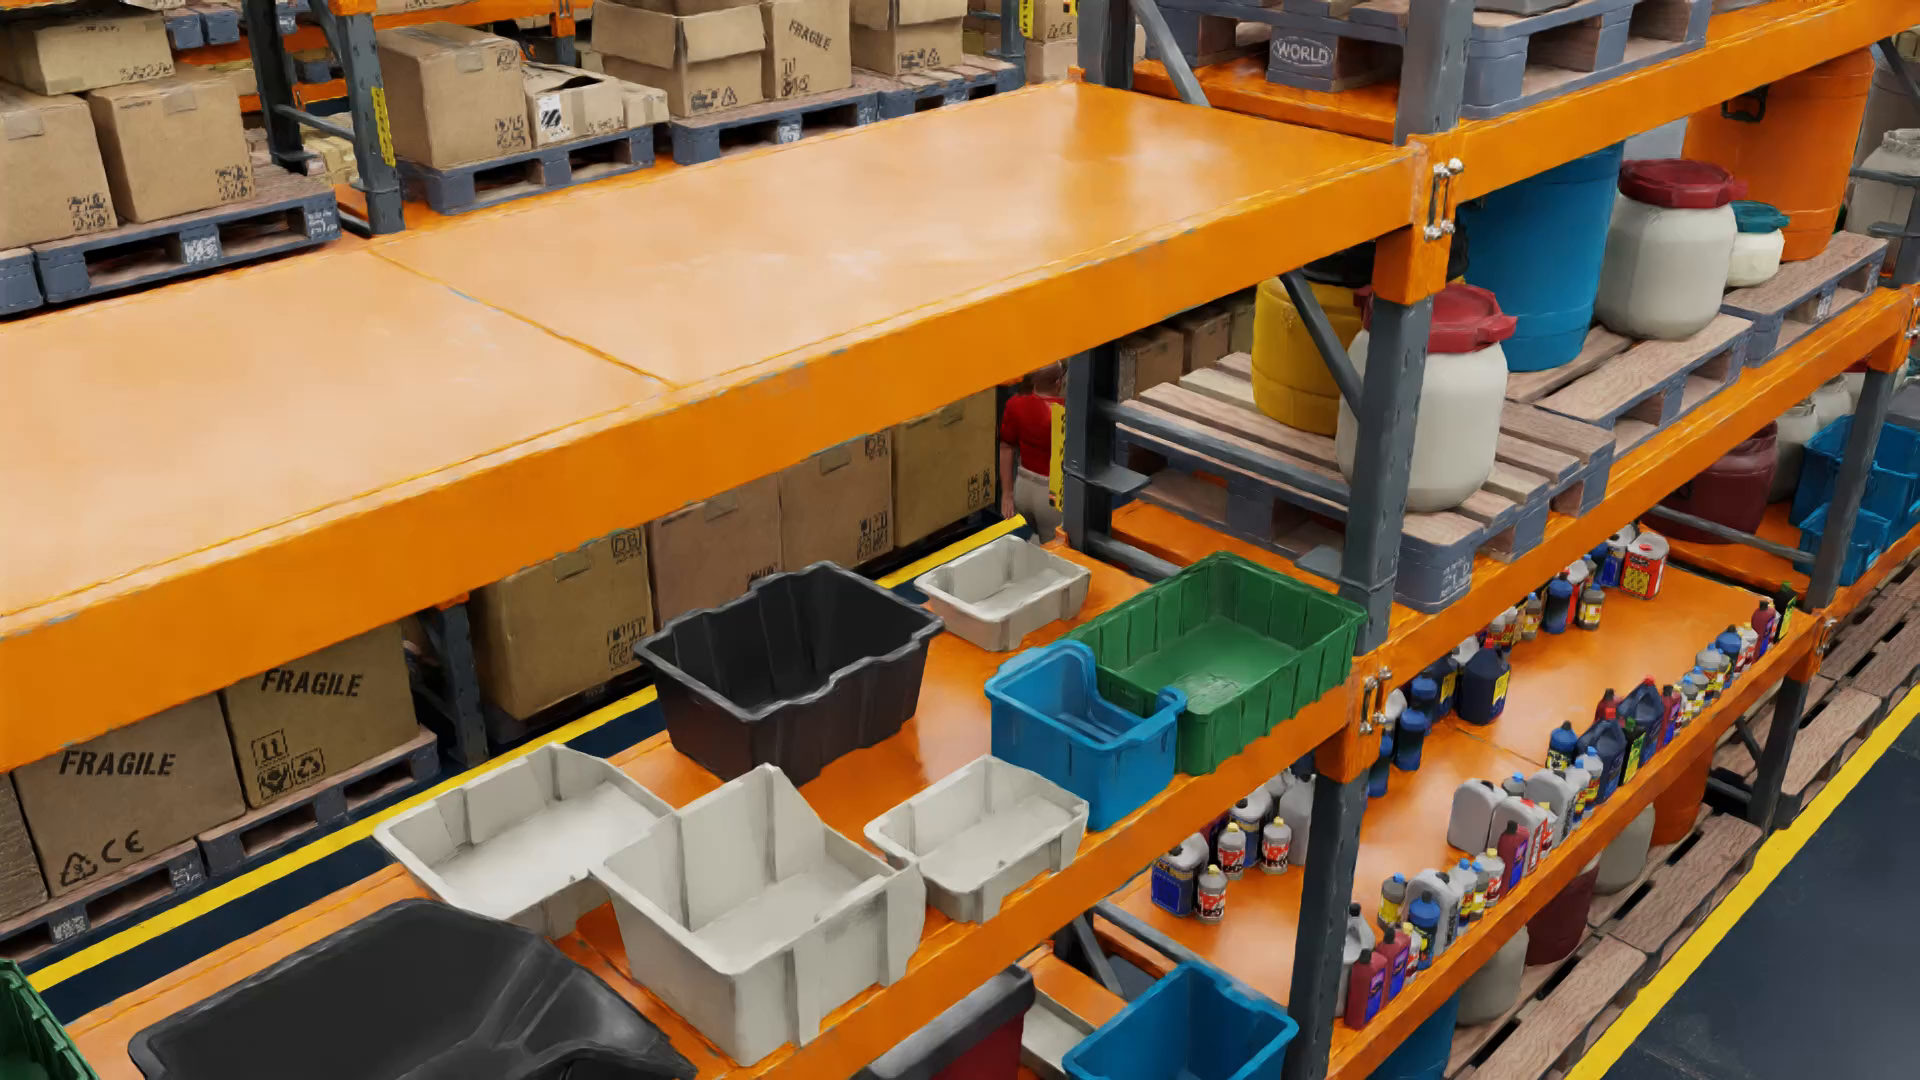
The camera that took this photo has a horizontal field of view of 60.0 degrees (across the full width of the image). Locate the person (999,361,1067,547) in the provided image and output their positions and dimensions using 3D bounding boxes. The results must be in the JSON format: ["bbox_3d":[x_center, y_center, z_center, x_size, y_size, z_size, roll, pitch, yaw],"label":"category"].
[{"bbox_3d":[0.524,-0.244,9.390,0.433,1.743,0.531,-22,35,-36],"label":"person"}]
